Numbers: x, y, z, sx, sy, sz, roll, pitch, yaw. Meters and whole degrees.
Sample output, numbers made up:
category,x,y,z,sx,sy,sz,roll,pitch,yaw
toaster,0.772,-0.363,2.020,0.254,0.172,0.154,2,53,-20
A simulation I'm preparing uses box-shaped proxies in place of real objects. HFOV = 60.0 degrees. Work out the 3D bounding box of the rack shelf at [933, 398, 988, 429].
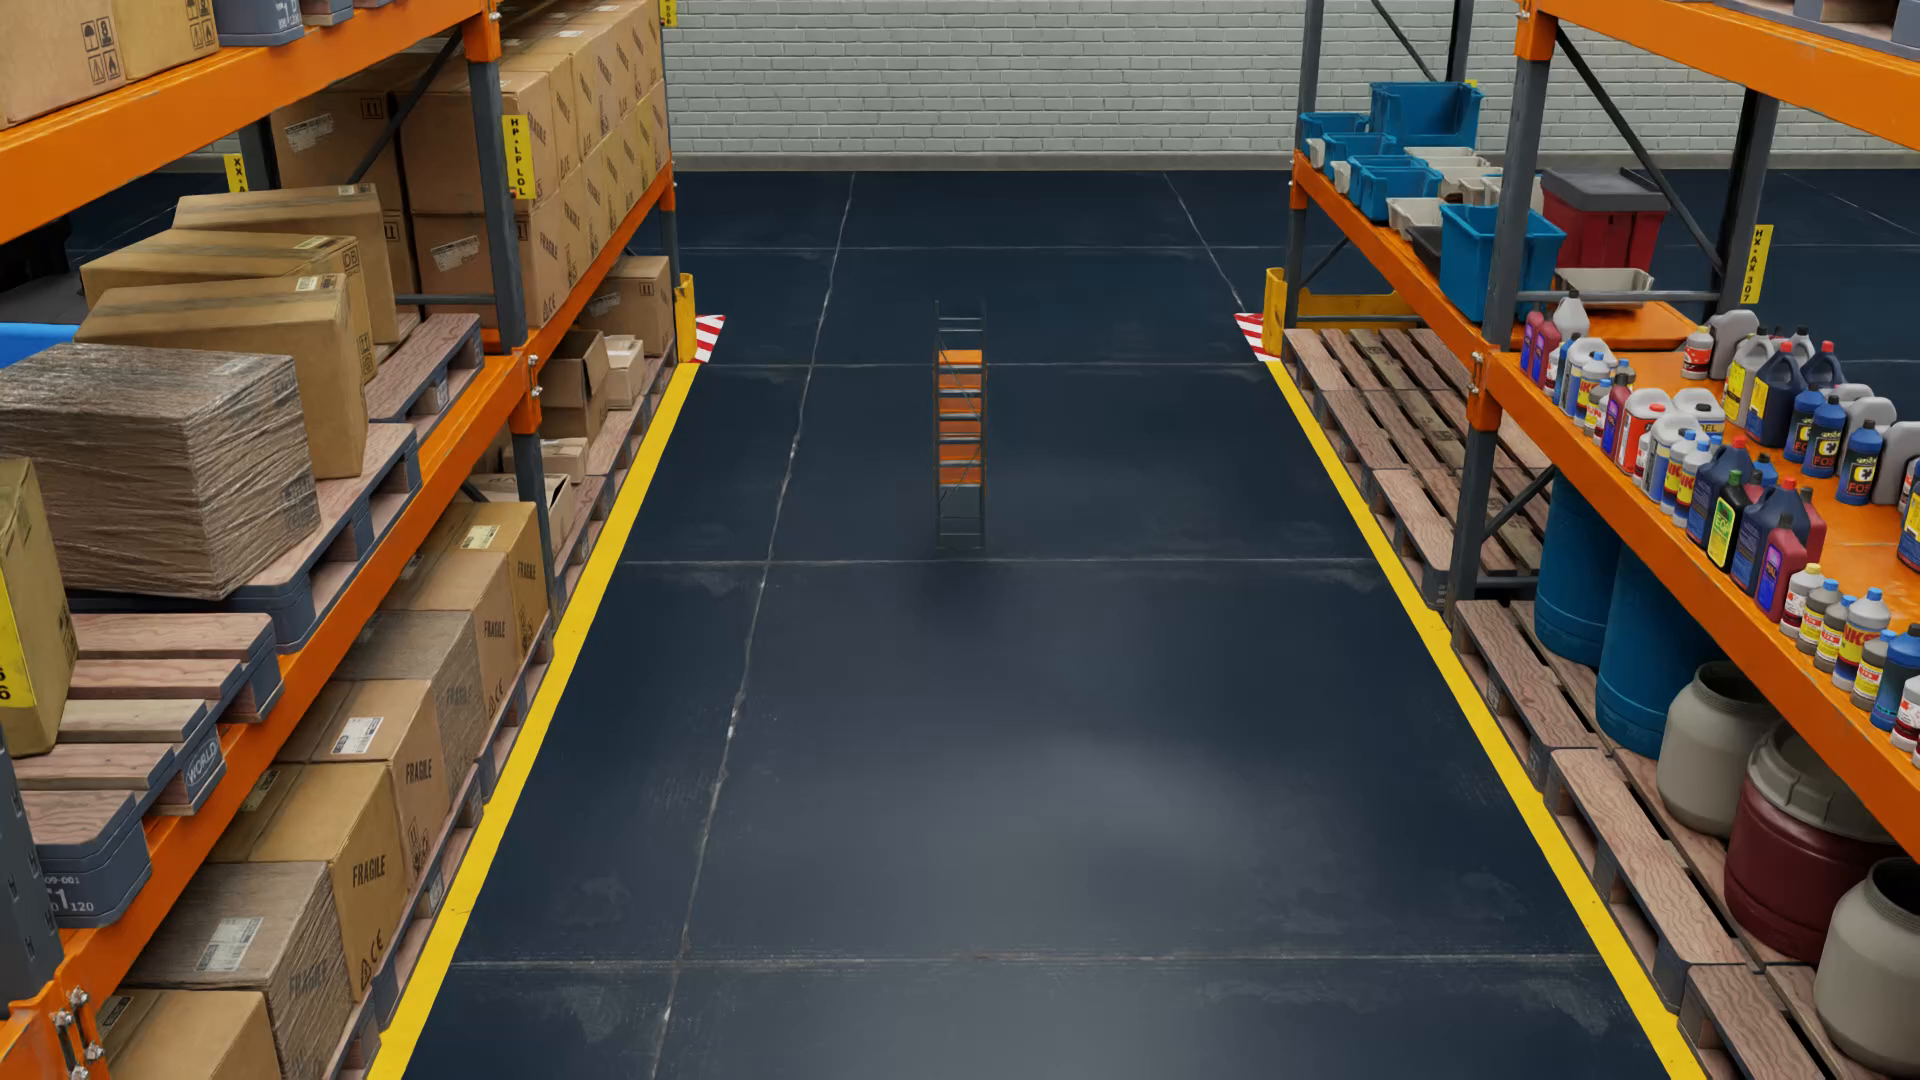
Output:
category,x,y,z,sx,sy,sz,roll,pitch,yaw
rack shelf,0.000,-0.610,7.958,0.258,0.103,0.180,0,24,-1

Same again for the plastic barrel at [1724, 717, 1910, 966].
category,x,y,z,sx,sy,sz,roll,pitch,yaw
plastic barrel,2.677,0.898,5.040,0.600,0.588,0.708,0,24,-1

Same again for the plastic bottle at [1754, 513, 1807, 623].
category,x,y,z,sx,sy,sz,roll,pitch,yaw
plastic bottle,2.268,0.075,4.585,0.061,0.283,0.133,0,24,-1

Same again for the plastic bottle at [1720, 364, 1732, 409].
category,x,y,z,sx,sy,sz,roll,pitch,yaw
plastic bottle,2.875,-0.580,6.134,0.097,0.201,0.097,0,24,0

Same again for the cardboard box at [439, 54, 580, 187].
category,x,y,z,sx,sy,sz,roll,pitch,yaw
cardboard box,-2.015,-1.879,7.429,0.500,0.500,0.500,-1,24,-2

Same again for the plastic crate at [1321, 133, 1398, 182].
category,x,y,z,sx,sy,sz,roll,pitch,yaw
plastic crate,2.305,-2.215,9.638,0.416,0.233,0.300,0,24,-1

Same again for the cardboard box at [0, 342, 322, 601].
category,x,y,z,sx,sy,sz,roll,pitch,yaw
cardboard box,-2.180,-0.195,4.410,0.700,0.500,0.500,4,25,9

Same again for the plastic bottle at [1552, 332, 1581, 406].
category,x,y,z,sx,sy,sz,roll,pitch,yaw
plastic bottle,2.267,-0.636,6.173,0.097,0.271,0.097,0,24,0

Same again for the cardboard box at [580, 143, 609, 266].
category,x,y,z,sx,sy,sz,roll,pitch,yaw
cardboard box,-2.030,-1.644,8.123,0.500,0.500,0.500,0,24,-1

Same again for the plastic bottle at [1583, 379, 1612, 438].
category,x,y,z,sx,sy,sz,roll,pitch,yaw
plastic bottle,2.271,-0.469,5.887,0.097,0.201,0.097,0,24,0

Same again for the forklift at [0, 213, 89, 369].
category,x,y,z,sx,sy,sz,roll,pitch,yaw
forklift,-5.433,-1.634,8.306,3.031,2.935,1.130,3,25,7

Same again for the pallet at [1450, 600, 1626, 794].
category,x,y,z,sx,sy,sz,roll,pitch,yaw
pallet,2.635,0.598,6.671,1.003,0.211,1.213,0,24,-1

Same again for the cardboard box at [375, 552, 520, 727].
category,x,y,z,sx,sy,sz,roll,pitch,yaw
cardboard box,-1.996,0.375,6.281,0.500,0.500,0.500,0,24,0

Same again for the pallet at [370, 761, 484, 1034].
category,x,y,z,sx,sy,sz,roll,pitch,yaw
pallet,-2.222,1.140,5.473,1.003,0.211,1.213,0,24,-1

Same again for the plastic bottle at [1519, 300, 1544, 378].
category,x,y,z,sx,sy,sz,roll,pitch,yaw
plastic bottle,2.245,-0.784,6.485,0.061,0.283,0.133,0,24,-1

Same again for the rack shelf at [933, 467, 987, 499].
category,x,y,z,sx,sy,sz,roll,pitch,yaw
rack shelf,0.000,-0.282,8.107,0.258,0.103,0.180,0,24,-1

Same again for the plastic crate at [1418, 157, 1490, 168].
category,x,y,z,sx,sy,sz,roll,pitch,yaw
plastic crate,2.803,-2.091,9.481,0.396,0.136,0.243,0,24,-1

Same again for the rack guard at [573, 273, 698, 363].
category,x,y,z,sx,sy,sz,roll,pitch,yaw
rack guard,-2.328,-1.448,10.844,1.175,0.500,0.348,0,24,-1

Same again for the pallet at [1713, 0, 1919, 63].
category,x,y,z,sx,sy,sz,roll,pitch,yaw
pallet,2.790,-1.481,4.474,1.003,0.211,1.213,0,24,-1

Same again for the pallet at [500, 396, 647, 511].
category,x,y,z,sx,sy,sz,roll,pitch,yaw
pallet,-2.308,-0.486,9.068,1.003,0.211,1.213,0,24,-1

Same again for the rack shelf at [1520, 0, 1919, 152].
category,x,y,z,sx,sy,sz,roll,pitch,yaw
rack shelf,2.690,-1.205,4.508,1.077,0.370,4.000,0,24,-1

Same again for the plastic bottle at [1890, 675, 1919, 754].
category,x,y,z,sx,sy,sz,roll,pitch,yaw
plastic bottle,2.294,0.401,3.965,0.097,0.201,0.097,0,24,0

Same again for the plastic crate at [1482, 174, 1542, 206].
category,x,y,z,sx,sy,sz,roll,pitch,yaw
plastic crate,2.903,-1.745,8.598,0.416,0.233,0.300,0,24,-1

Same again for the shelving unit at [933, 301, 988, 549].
category,x,y,z,sx,sy,sz,roll,pitch,yaw
shelving unit,0.000,-0.541,7.990,0.258,1.200,0.189,0,24,-1

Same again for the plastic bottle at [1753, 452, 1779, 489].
category,x,y,z,sx,sy,sz,roll,pitch,yaw
plastic bottle,2.425,-0.135,5.064,0.097,0.271,0.097,0,24,0

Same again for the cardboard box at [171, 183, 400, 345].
category,x,y,z,sx,sy,sz,roll,pitch,yaw
cardboard box,-2.504,-1.010,6.213,0.700,0.500,0.500,-9,26,-18

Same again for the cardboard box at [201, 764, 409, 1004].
category,x,y,z,sx,sy,sz,roll,pitch,yaw
cardboard box,-1.972,1.006,4.885,0.500,0.500,0.500,-1,24,-1

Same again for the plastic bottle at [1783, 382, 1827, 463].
category,x,y,z,sx,sy,sz,roll,pitch,yaw
plastic bottle,2.881,-0.404,5.660,0.097,0.271,0.097,0,24,0

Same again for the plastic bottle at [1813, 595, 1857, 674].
category,x,y,z,sx,sy,sz,roll,pitch,yaw
plastic bottle,2.290,0.240,4.319,0.097,0.201,0.097,0,24,0

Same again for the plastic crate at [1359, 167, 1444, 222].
category,x,y,z,sx,sy,sz,roll,pitch,yaw
plastic crate,2.316,-1.820,8.765,0.416,0.233,0.300,0,24,-1

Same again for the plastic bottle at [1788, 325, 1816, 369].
category,x,y,z,sx,sy,sz,roll,pitch,yaw
plastic bottle,3.005,-0.591,5.976,0.144,0.351,0.185,0,24,-1

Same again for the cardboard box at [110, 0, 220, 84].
category,x,y,z,sx,sy,sz,roll,pitch,yaw
cardboard box,-2.291,-1.338,3.806,0.910,0.500,0.500,0,24,-1

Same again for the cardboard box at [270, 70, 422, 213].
category,x,y,z,sx,sy,sz,roll,pitch,yaw
cardboard box,-2.549,-1.678,6.985,0.500,0.500,0.500,0,24,0

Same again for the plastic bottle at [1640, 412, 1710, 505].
category,x,y,z,sx,sy,sz,roll,pitch,yaw
plastic bottle,2.305,-0.264,5.345,0.152,0.276,0.135,0,24,-1

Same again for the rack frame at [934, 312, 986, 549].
category,x,y,z,sx,sy,sz,roll,pitch,yaw
rack frame,0.001,-0.503,7.906,0.240,1.200,0.006,0,24,-1

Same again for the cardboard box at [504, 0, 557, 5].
category,x,y,z,sx,sy,sz,roll,pitch,yaw
cardboard box,-2.588,-2.935,9.765,0.500,0.500,0.500,0,24,1

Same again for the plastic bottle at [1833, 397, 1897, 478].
category,x,y,z,sx,sy,sz,roll,pitch,yaw
plastic bottle,3.007,-0.359,5.554,0.152,0.276,0.135,0,24,-1

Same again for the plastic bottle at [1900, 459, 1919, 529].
category,x,y,z,sx,sy,sz,roll,pitch,yaw
plastic bottle,2.978,-0.158,5.116,0.097,0.271,0.097,0,24,0

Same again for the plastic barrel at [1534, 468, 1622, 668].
category,x,y,z,sx,sy,sz,roll,pitch,yaw
plastic barrel,2.657,-0.001,6.650,0.600,0.901,0.708,0,24,-1

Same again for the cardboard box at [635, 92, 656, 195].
category,x,y,z,sx,sy,sz,roll,pitch,yaw
cardboard box,-2.042,-2.266,9.500,0.500,0.500,0.500,0,24,0

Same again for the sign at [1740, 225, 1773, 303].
category,x,y,z,sx,sy,sz,roll,pitch,yaw
sign,3.218,-1.118,6.746,0.100,0.325,0.005,0,24,-1

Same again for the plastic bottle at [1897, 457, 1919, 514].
category,x,y,z,sx,sy,sz,roll,pitch,yaw
plastic bottle,3.038,-0.182,5.253,0.097,0.201,0.097,0,24,0

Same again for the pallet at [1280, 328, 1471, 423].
category,x,y,z,sx,sy,sz,roll,pitch,yaw
pallet,2.595,-1.028,10.267,1.003,0.211,1.213,0,24,-1

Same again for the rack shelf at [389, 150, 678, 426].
category,x,y,z,sx,sy,sz,roll,pitch,yaw
rack shelf,-2.307,-1.466,8.724,1.077,0.370,4.000,0,24,-1

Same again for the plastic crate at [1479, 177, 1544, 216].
category,x,y,z,sx,sy,sz,roll,pitch,yaw
plastic crate,2.836,-1.594,8.205,0.437,0.282,0.530,0,24,-1

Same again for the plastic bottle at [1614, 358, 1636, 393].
category,x,y,z,sx,sy,sz,roll,pitch,yaw
plastic bottle,2.421,-0.565,6.100,0.097,0.201,0.097,0,24,0

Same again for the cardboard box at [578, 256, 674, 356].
category,x,y,z,sx,sy,sz,roll,pitch,yaw
cardboard box,-2.076,-1.456,10.330,0.500,0.500,0.500,0,24,-1

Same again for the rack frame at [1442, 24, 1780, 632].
category,x,y,z,sx,sy,sz,roll,pitch,yaw
rack frame,2.668,-0.990,6.800,1.000,3.000,0.127,0,24,-1

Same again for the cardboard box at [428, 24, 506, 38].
category,x,y,z,sx,sy,sz,roll,pitch,yaw
cardboard box,-2.567,-2.304,8.370,0.500,0.500,0.500,0,24,-1

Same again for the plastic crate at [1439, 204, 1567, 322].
category,x,y,z,sx,sy,sz,roll,pitch,yaw
plastic crate,2.322,-1.201,7.212,0.392,0.384,0.575,0,24,-1

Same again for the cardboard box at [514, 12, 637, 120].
category,x,y,z,sx,sy,sz,roll,pitch,yaw
cardboard box,-2.032,-2.515,8.836,0.500,0.500,0.500,0,24,1

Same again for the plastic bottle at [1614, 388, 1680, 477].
category,x,y,z,sx,sy,sz,roll,pitch,yaw
plastic bottle,2.302,-0.360,5.556,0.152,0.276,0.135,0,24,-1

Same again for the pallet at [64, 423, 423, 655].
category,x,y,z,sx,sy,sz,roll,pitch,yaw
pallet,-2.267,-0.035,4.921,1.003,0.211,1.213,0,24,-1

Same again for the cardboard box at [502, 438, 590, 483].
category,x,y,z,sx,sy,sz,roll,pitch,yaw
cardboard box,-2.093,-0.409,8.420,0.380,0.166,0.250,0,24,-1

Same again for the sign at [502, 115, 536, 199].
category,x,y,z,sx,sy,sz,roll,pitch,yaw
sign,-1.730,-1.501,6.524,0.100,0.325,0.005,0,24,-1

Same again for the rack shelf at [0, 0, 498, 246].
category,x,y,z,sx,sy,sz,roll,pitch,yaw
rack shelf,-2.263,-1.184,4.462,1.077,0.370,4.000,0,24,-1

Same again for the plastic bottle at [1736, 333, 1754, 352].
category,x,y,z,sx,sy,sz,roll,pitch,yaw
plastic bottle,3.024,-0.691,6.379,0.097,0.201,0.097,0,24,0

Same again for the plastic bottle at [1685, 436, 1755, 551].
category,x,y,z,sx,sy,sz,roll,pitch,yaw
plastic bottle,2.305,-0.152,5.006,0.144,0.351,0.185,0,24,-1

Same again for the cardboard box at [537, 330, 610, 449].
category,x,y,z,sx,sy,sz,roll,pitch,yaw
cardboard box,-2.311,-0.807,8.889,0.797,0.503,0.637,0,24,-1
